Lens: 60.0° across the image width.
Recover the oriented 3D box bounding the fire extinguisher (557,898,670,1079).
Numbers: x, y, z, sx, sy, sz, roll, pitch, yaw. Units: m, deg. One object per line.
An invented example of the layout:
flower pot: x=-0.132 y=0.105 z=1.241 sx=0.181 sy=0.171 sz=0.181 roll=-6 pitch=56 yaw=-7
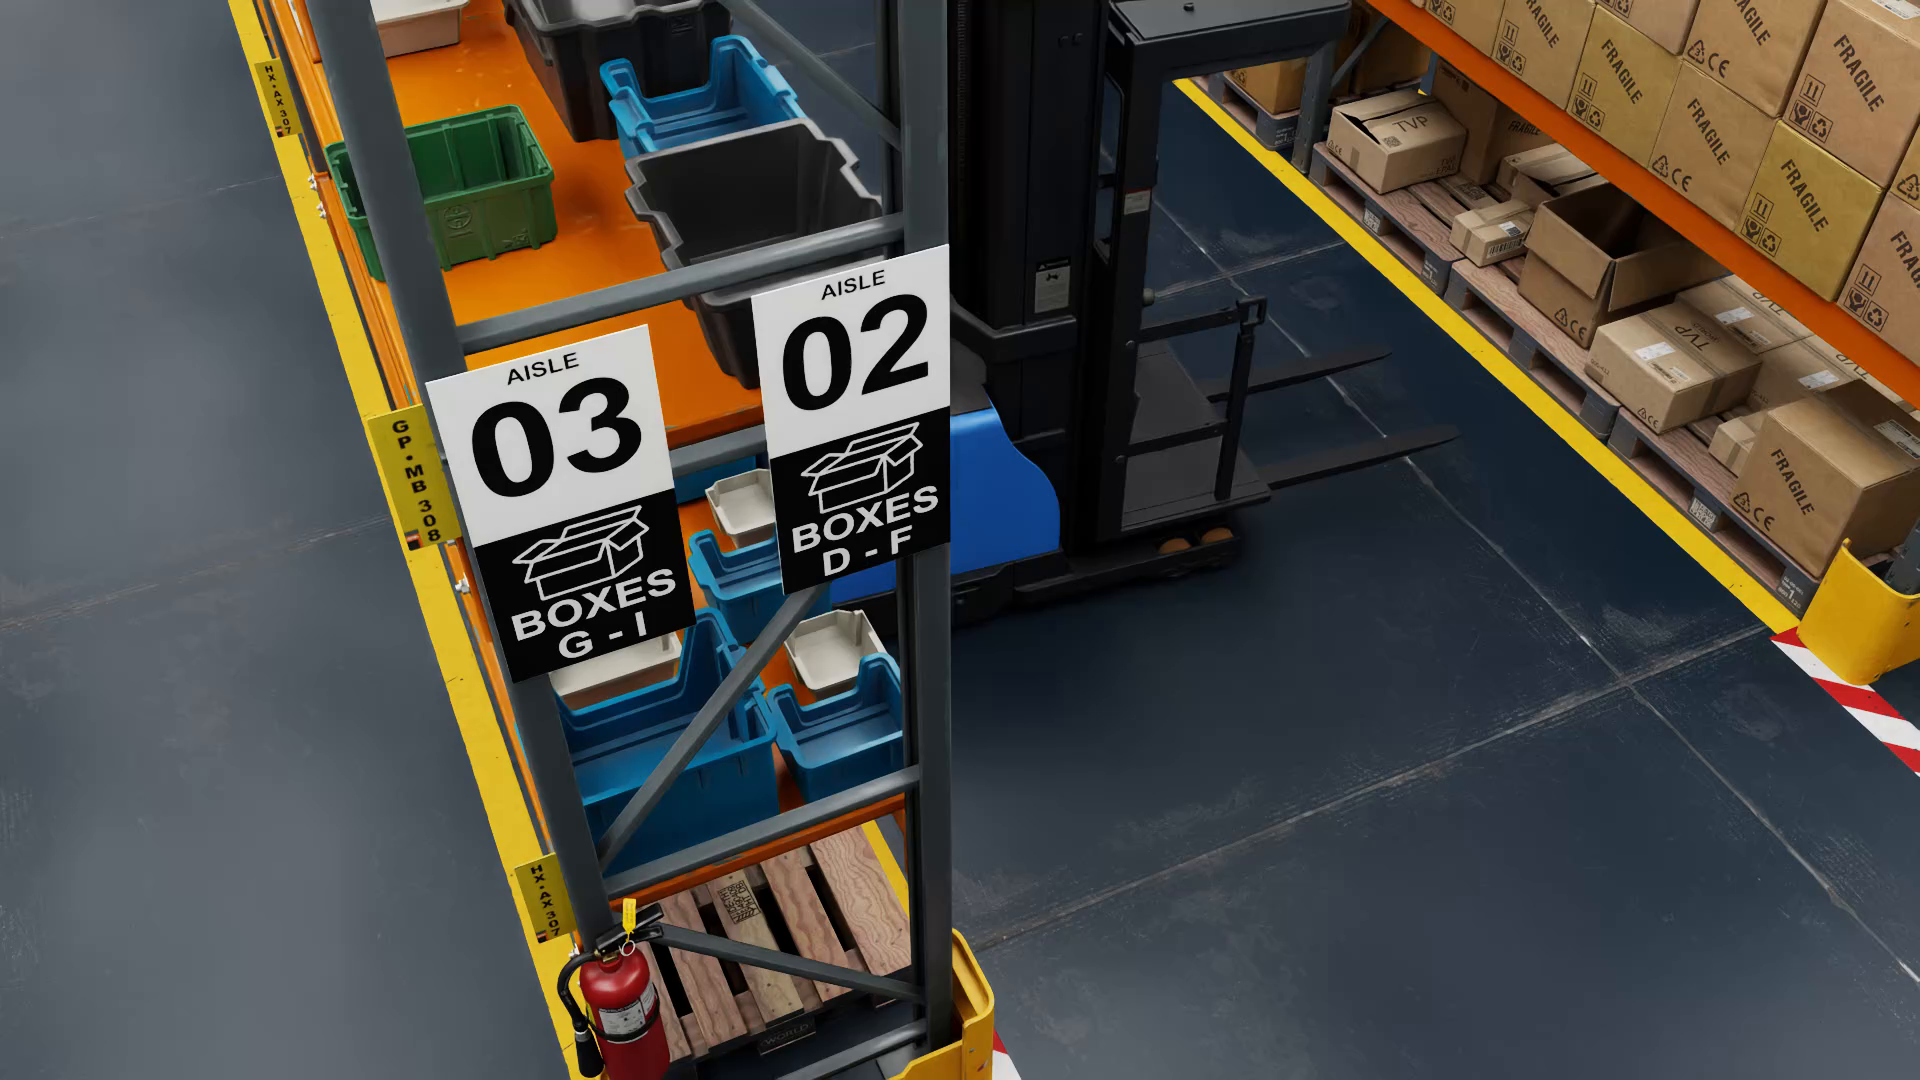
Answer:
fire extinguisher: x=-0.849 y=1.138 z=4.150 sx=0.296 sy=0.674 sz=0.183 roll=-18 pitch=47 yaw=-17

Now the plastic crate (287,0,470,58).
plastic crate: x=-1.594 y=-1.470 z=4.525 sx=0.437 sy=0.136 sz=0.530 roll=-18 pitch=47 yaw=-17

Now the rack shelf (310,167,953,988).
rack shelf: x=-1.341 y=-0.271 z=5.770 sx=1.077 sy=0.370 sz=4.000 roll=-18 pitch=47 yaw=-17

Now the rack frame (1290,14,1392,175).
rack frame: x=2.314 y=-3.262 z=8.289 sx=1.000 sy=3.000 sz=0.127 roll=-18 pitch=47 yaw=-17

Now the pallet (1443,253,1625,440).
pallet: x=3.119 y=-1.052 z=8.035 sx=1.003 sy=0.211 sz=1.213 roll=-18 pitch=47 yaw=-17

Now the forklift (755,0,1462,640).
forklift: x=0.657 y=-1.228 z=6.276 sx=3.031 sy=2.935 sz=1.130 roll=-14 pitch=46 yaw=-13

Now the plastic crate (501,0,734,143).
plastic crate: x=-0.893 y=-1.353 z=4.263 sx=0.504 sy=0.338 sz=0.767 roll=-18 pitch=47 yaw=-17

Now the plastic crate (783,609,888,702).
plastic crate: x=-0.365 y=0.337 z=4.787 sx=0.250 sy=0.136 sz=0.298 roll=-18 pitch=47 yaw=-17

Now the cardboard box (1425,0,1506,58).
cardboard box: x=2.499 y=-2.567 z=7.513 sx=0.500 sy=0.500 sz=0.500 roll=-17 pitch=47 yaw=-17

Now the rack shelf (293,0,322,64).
rack shelf: x=-1.341 y=-2.264 z=3.803 sx=1.077 sy=0.370 sz=4.000 roll=-18 pitch=47 yaw=-17

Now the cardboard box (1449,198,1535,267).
cardboard box: x=2.667 y=-1.530 z=8.238 sx=0.380 sy=0.166 sz=0.250 roll=-18 pitch=47 yaw=-17

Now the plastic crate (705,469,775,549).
plastic crate: x=-0.650 y=-0.095 z=5.225 sx=0.250 sy=0.136 sz=0.298 roll=-18 pitch=47 yaw=-17

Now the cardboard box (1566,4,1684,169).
cardboard box: x=2.923 y=-1.924 z=6.861 sx=0.500 sy=0.500 sz=0.500 roll=-19 pitch=48 yaw=-18

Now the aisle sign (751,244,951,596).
aisle sign: x=-0.200 y=-0.219 z=3.355 sx=0.394 sy=0.787 sz=0.004 roll=-18 pitch=47 yaw=-17

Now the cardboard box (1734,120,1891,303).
cardboard box: x=3.340 y=-1.283 z=6.212 sx=0.500 sy=0.500 sz=0.500 roll=-18 pitch=47 yaw=-17

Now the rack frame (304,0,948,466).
rack frame: x=-0.500 y=-1.388 z=2.118 sx=1.000 sy=3.000 sz=0.127 roll=-18 pitch=47 yaw=-17

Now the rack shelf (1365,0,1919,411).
rack shelf: x=3.155 y=-1.731 z=7.250 sx=1.077 sy=0.370 sz=4.000 roll=-18 pitch=47 yaw=-17

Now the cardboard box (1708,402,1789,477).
cardboard box: x=3.455 y=-0.419 z=7.112 sx=0.380 sy=0.166 sz=0.250 roll=-18 pitch=47 yaw=-17

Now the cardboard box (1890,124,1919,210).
cardboard box: x=3.559 y=-1.307 z=5.524 sx=0.500 sy=0.500 sz=0.500 roll=-18 pitch=48 yaw=-18

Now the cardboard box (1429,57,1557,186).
cardboard box: x=2.811 y=-2.249 z=8.729 sx=0.500 sy=0.500 sz=0.500 roll=-18 pitch=47 yaw=-17

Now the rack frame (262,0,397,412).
rack frame: x=-2.182 y=-1.801 z=6.809 sx=1.000 sy=3.000 sz=0.127 roll=-18 pitch=47 yaw=-17

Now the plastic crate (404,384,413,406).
plastic crate: x=-1.596 y=-0.447 z=5.513 sx=0.416 sy=0.233 sz=0.300 roll=-18 pitch=47 yaw=-17

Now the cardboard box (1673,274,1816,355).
cardboard box: x=3.604 y=-0.958 z=7.599 sx=0.500 sy=0.250 sz=0.500 roll=-18 pitch=47 yaw=-17

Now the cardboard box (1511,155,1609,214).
cardboard box: x=3.127 y=-1.704 z=8.311 sx=0.500 sy=0.311 sz=0.500 roll=-18 pitch=47 yaw=-17

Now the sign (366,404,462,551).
sign: x=-0.992 y=-0.110 z=3.033 sx=0.100 sy=0.325 sz=0.005 roll=-18 pitch=47 yaw=-17

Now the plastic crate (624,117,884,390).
plastic crate: x=-0.409 y=-0.601 z=3.550 sx=0.497 sy=0.269 sz=0.590 roll=-18 pitch=47 yaw=-17

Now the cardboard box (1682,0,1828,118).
cardboard box: x=3.124 y=-1.957 z=6.184 sx=0.500 sy=0.500 sz=0.500 roll=-17 pitch=47 yaw=-16

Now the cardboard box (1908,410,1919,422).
cardboard box: x=4.027 y=-0.388 z=7.081 sx=0.380 sy=0.166 sz=0.250 roll=-18 pitch=47 yaw=-17

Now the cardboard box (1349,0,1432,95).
cardboard box: x=2.332 y=-2.909 z=9.398 sx=0.500 sy=0.500 sz=0.500 roll=-20 pitch=48 yaw=-19

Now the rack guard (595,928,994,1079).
rack guard: x=-0.478 y=1.649 z=5.092 sx=1.175 sy=0.500 sz=0.348 roll=-18 pitch=47 yaw=-17

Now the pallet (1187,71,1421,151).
pallet: x=1.938 y=-2.776 z=9.782 sx=1.003 sy=0.211 sz=1.213 roll=-18 pitch=47 yaw=-17
